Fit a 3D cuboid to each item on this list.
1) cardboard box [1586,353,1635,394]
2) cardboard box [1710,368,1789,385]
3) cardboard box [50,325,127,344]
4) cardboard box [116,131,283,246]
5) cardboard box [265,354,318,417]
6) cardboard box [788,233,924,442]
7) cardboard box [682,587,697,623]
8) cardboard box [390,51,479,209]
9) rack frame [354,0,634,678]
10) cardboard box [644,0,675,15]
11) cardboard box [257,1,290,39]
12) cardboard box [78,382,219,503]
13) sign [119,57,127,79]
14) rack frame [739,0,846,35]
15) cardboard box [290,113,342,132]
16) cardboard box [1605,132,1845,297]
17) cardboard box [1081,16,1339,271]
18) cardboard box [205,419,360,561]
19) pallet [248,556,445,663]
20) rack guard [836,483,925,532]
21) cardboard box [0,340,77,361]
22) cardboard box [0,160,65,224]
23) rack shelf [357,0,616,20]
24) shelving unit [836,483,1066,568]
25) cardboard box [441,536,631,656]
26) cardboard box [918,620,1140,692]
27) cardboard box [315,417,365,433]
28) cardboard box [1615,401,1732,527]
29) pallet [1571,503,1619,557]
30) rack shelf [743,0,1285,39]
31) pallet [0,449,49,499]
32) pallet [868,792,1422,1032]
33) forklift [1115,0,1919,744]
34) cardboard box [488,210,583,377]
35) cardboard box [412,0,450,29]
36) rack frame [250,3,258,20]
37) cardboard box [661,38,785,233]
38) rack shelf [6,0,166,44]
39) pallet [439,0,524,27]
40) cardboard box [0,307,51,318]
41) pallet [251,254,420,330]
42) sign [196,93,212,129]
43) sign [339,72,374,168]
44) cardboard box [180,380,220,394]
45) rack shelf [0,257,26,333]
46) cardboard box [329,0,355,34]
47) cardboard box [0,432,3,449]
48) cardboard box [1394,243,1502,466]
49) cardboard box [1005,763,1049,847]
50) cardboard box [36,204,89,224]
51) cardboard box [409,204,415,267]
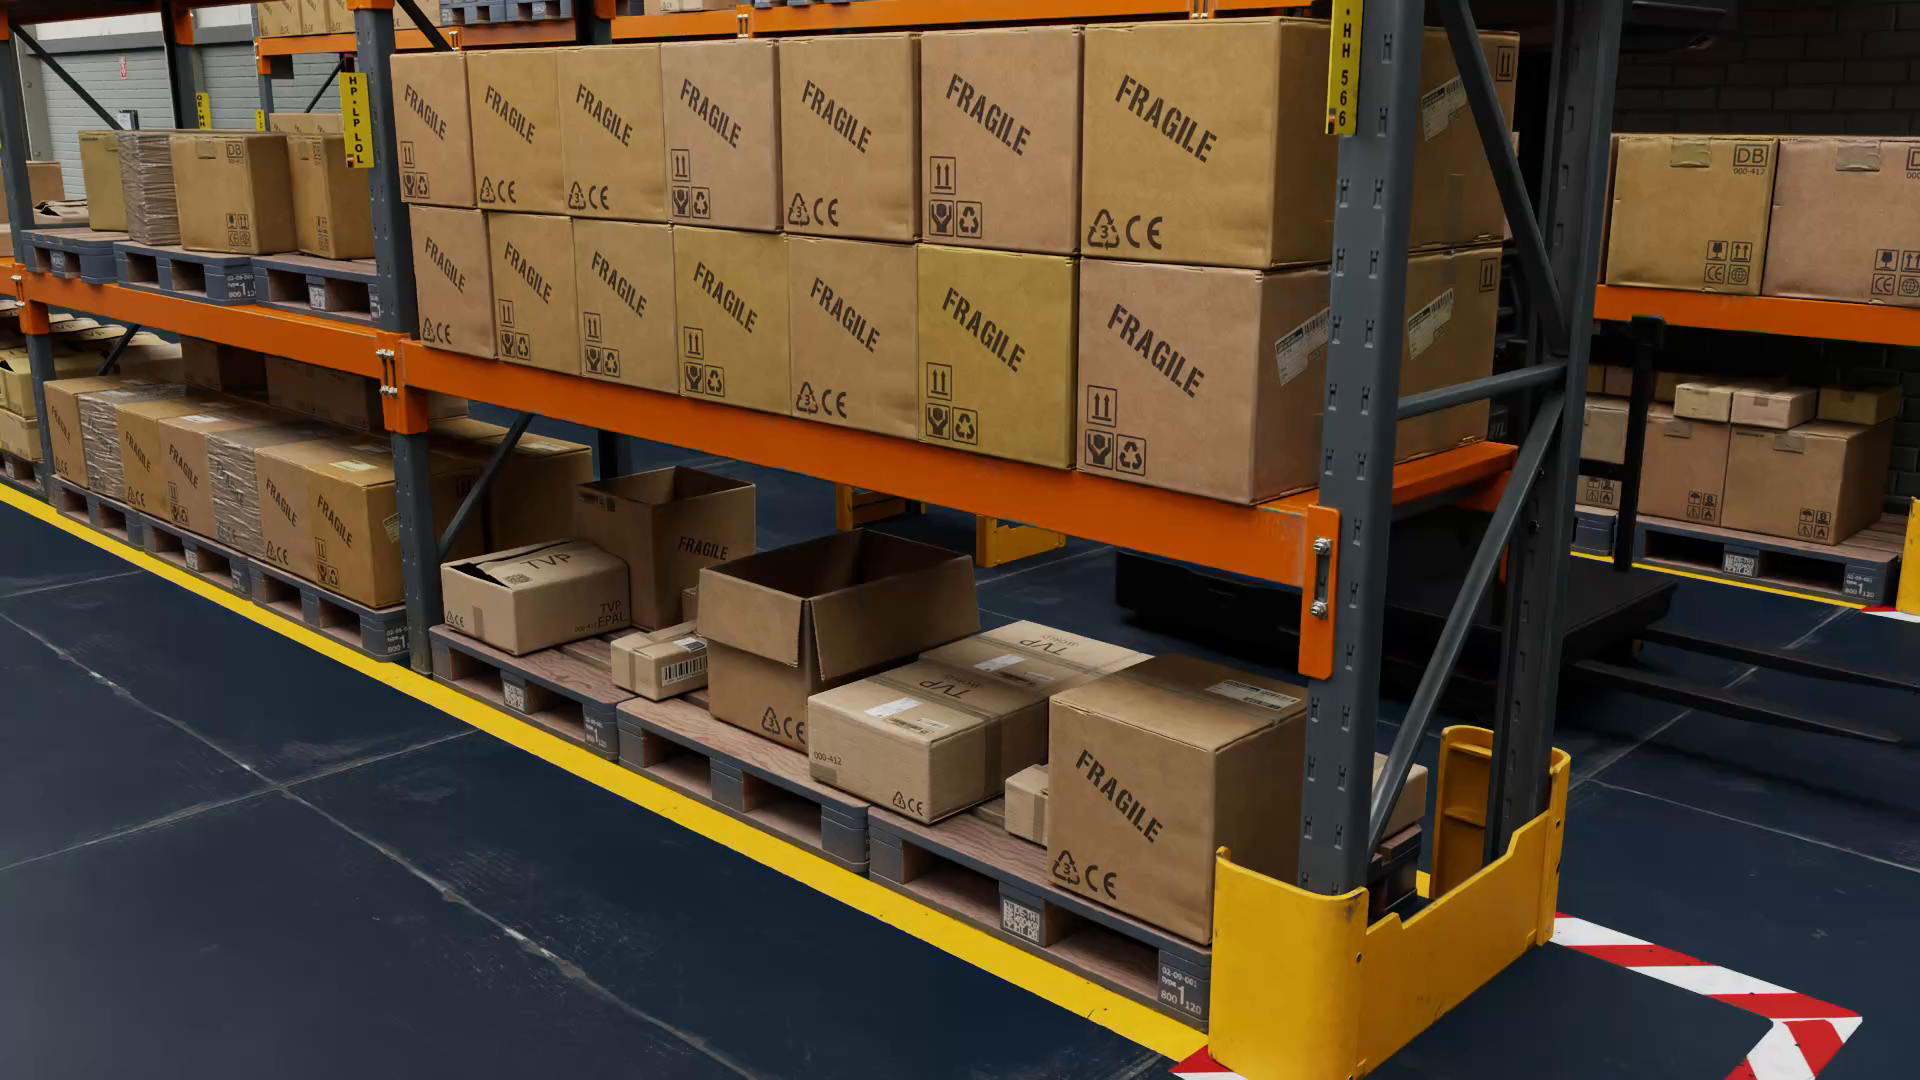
[{"bbox_3d":[3.309,-0.870,8.658,0.250,0.149,0.380,14,20,43],"label":"cardboard box"},{"bbox_3d":[3.858,-0.736,8.148,0.250,0.149,0.380,14,20,42],"label":"cardboard box"},{"bbox_3d":[-5.550,-1.191,10.562,0.500,0.311,0.500,13,19,41],"label":"cardboard box"},{"bbox_3d":[-3.569,-1.689,7.934,0.700,0.500,0.500,-10,18,-34],"label":"cardboard box"},{"bbox_3d":[-3.008,-0.780,8.073,0.500,0.250,0.500,13,20,41],"label":"cardboard box"},{"bbox_3d":[-0.110,-0.578,4.502,0.500,0.500,0.500,14,20,43],"label":"cardboard box"},{"bbox_3d":[-0.829,0.248,6.314,0.250,0.149,0.380,14,20,42],"label":"cardboard box"},{"bbox_3d":[-1.603,-1.421,5.754,0.500,0.500,0.500,-14,20,-43],"label":"cardboard box"},{"bbox_3d":[-1.747,-1.022,6.405,0.127,3.000,1.000,14,20,42],"label":"rack frame"},{"bbox_3d":[-2.060,-4.377,13.087,0.797,0.503,0.637,-11,18,-37],"label":"cardboard box"},{"bbox_3d":[-6.883,-5.428,17.126,0.500,0.500,0.500,-14,20,-43],"label":"cardboard box"},{"bbox_3d":[-4.117,-0.503,8.499,0.500,0.500,0.500,13,19,40],"label":"cardboard box"},{"bbox_3d":[-11.854,-6.687,23.550,0.199,0.298,0.001,14,20,42],"label":"sign"},{"bbox_3d":[-1.191,-2.622,12.545,0.127,3.000,1.000,14,20,42],"label":"rack frame"},{"bbox_3d":[-6.466,-4.095,16.971,0.500,0.500,0.500,14,20,42],"label":"cardboard box"},{"bbox_3d":[3.662,-1.580,7.950,0.700,0.700,0.980,13,20,42],"label":"cardboard box"},{"bbox_3d":[0.621,-0.882,3.687,0.500,0.500,0.500,13,20,42],"label":"cardboard box"},{"bbox_3d":[-3.012,-0.235,7.472,0.500,0.500,0.500,14,20,43],"label":"cardboard box"},{"bbox_3d":[-2.359,0.192,7.277,1.213,0.211,1.003,14,20,42],"label":"pallet"},{"bbox_3d":[-0.413,-0.221,8.786,0.087,0.250,0.587,14,20,42],"label":"rack guard"},{"bbox_3d":[-5.554,-1.003,9.840,0.500,0.311,0.500,13,20,41],"label":"cardboard box"},{"bbox_3d":[-5.846,-2.061,10.195,0.500,0.500,0.500,12,19,39],"label":"cardboard box"},{"bbox_3d":[-0.308,-1.775,4.774,4.000,0.370,1.077,14,20,42],"label":"rack shelf"},{"bbox_3d":[-0.055,-0.739,8.294,1.083,1.500,0.587,14,20,42],"label":"shelving unit"},{"bbox_3d":[-1.595,0.179,6.256,0.500,0.311,0.500,14,20,42],"label":"cardboard box"},{"bbox_3d":[0.218,0.474,5.244,0.500,0.250,0.500,14,20,42],"label":"cardboard box"},{"bbox_3d":[-2.673,-0.334,7.851,0.500,0.500,0.500,14,20,43],"label":"cardboard box"},{"bbox_3d":[3.634,-0.407,8.170,0.500,0.500,0.700,14,20,42],"label":"cardboard box"},{"bbox_3d":[3.064,-0.211,8.825,1.213,0.211,1.003,14,20,42],"label":"pallet"},{"bbox_3d":[0.249,-3.375,10.914,4.000,0.370,1.077,14,20,42],"label":"rack shelf"},{"bbox_3d":[-5.192,-0.524,10.023,1.213,0.211,1.003,14,20,42],"label":"pallet"},{"bbox_3d":[0.503,0.875,4.656,1.213,0.211,1.003,14,20,42],"label":"pallet"},{"bbox_3d":[2.061,-0.905,6.092,3.031,2.935,1.130,14,20,43],"label":"forklift"},{"bbox_3d":[-1.199,-0.843,5.519,0.500,0.500,0.500,14,20,43],"label":"cardboard box"},{"bbox_3d":[-4.608,-4.875,15.007,0.500,0.500,0.500,-14,20,-43],"label":"cardboard box"},{"bbox_3d":[-6.950,-6.925,17.162,0.127,3.000,1.000,14,20,42],"label":"rack frame"},{"bbox_3d":[-0.490,-1.150,4.716,0.500,0.500,0.500,-14,20,-42],"label":"cardboard box"},{"bbox_3d":[-6.067,-3.175,10.148,4.000,0.370,1.077,14,20,42],"label":"rack shelf"},{"bbox_3d":[-3.700,-4.555,14.388,1.003,0.211,1.213,14,20,42],"label":"pallet"},{"bbox_3d":[-6.637,-1.457,11.584,0.500,0.311,0.500,-14,20,-43],"label":"cardboard box"},{"bbox_3d":[-2.247,-1.089,7.042,1.213,0.211,1.003,14,20,42],"label":"pallet"},{"bbox_3d":[-4.257,-2.344,9.340,0.005,0.325,0.100,14,20,42],"label":"sign"},{"bbox_3d":[-2.130,-1.481,5.870,0.005,0.325,0.100,14,20,42],"label":"sign"},{"bbox_3d":[-3.791,-0.604,8.887,0.500,0.500,0.500,-14,20,-42],"label":"cardboard box"},{"bbox_3d":[-6.067,-1.724,10.526,4.000,0.370,1.077,14,20,42],"label":"rack shelf"},{"bbox_3d":[-5.744,-5.147,16.050,0.500,0.500,0.500,-13,19,-41],"label":"cardboard box"},{"bbox_3d":[-5.548,-0.732,9.913,0.500,0.250,0.500,13,20,42],"label":"cardboard box"},{"bbox_3d":[0.996,-0.496,4.187,0.500,0.500,0.500,-14,20,-43],"label":"cardboard box"},{"bbox_3d":[0.341,0.699,4.548,0.250,0.166,0.380,14,20,42],"label":"cardboard box"},{"bbox_3d":[-4.858,-1.750,9.378,0.500,0.311,0.500,-13,19,-41],"label":"cardboard box"},{"bbox_3d":[-1.933,-1.397,6.814,0.500,0.500,0.700,7,16,24],"label":"cardboard box"}]
